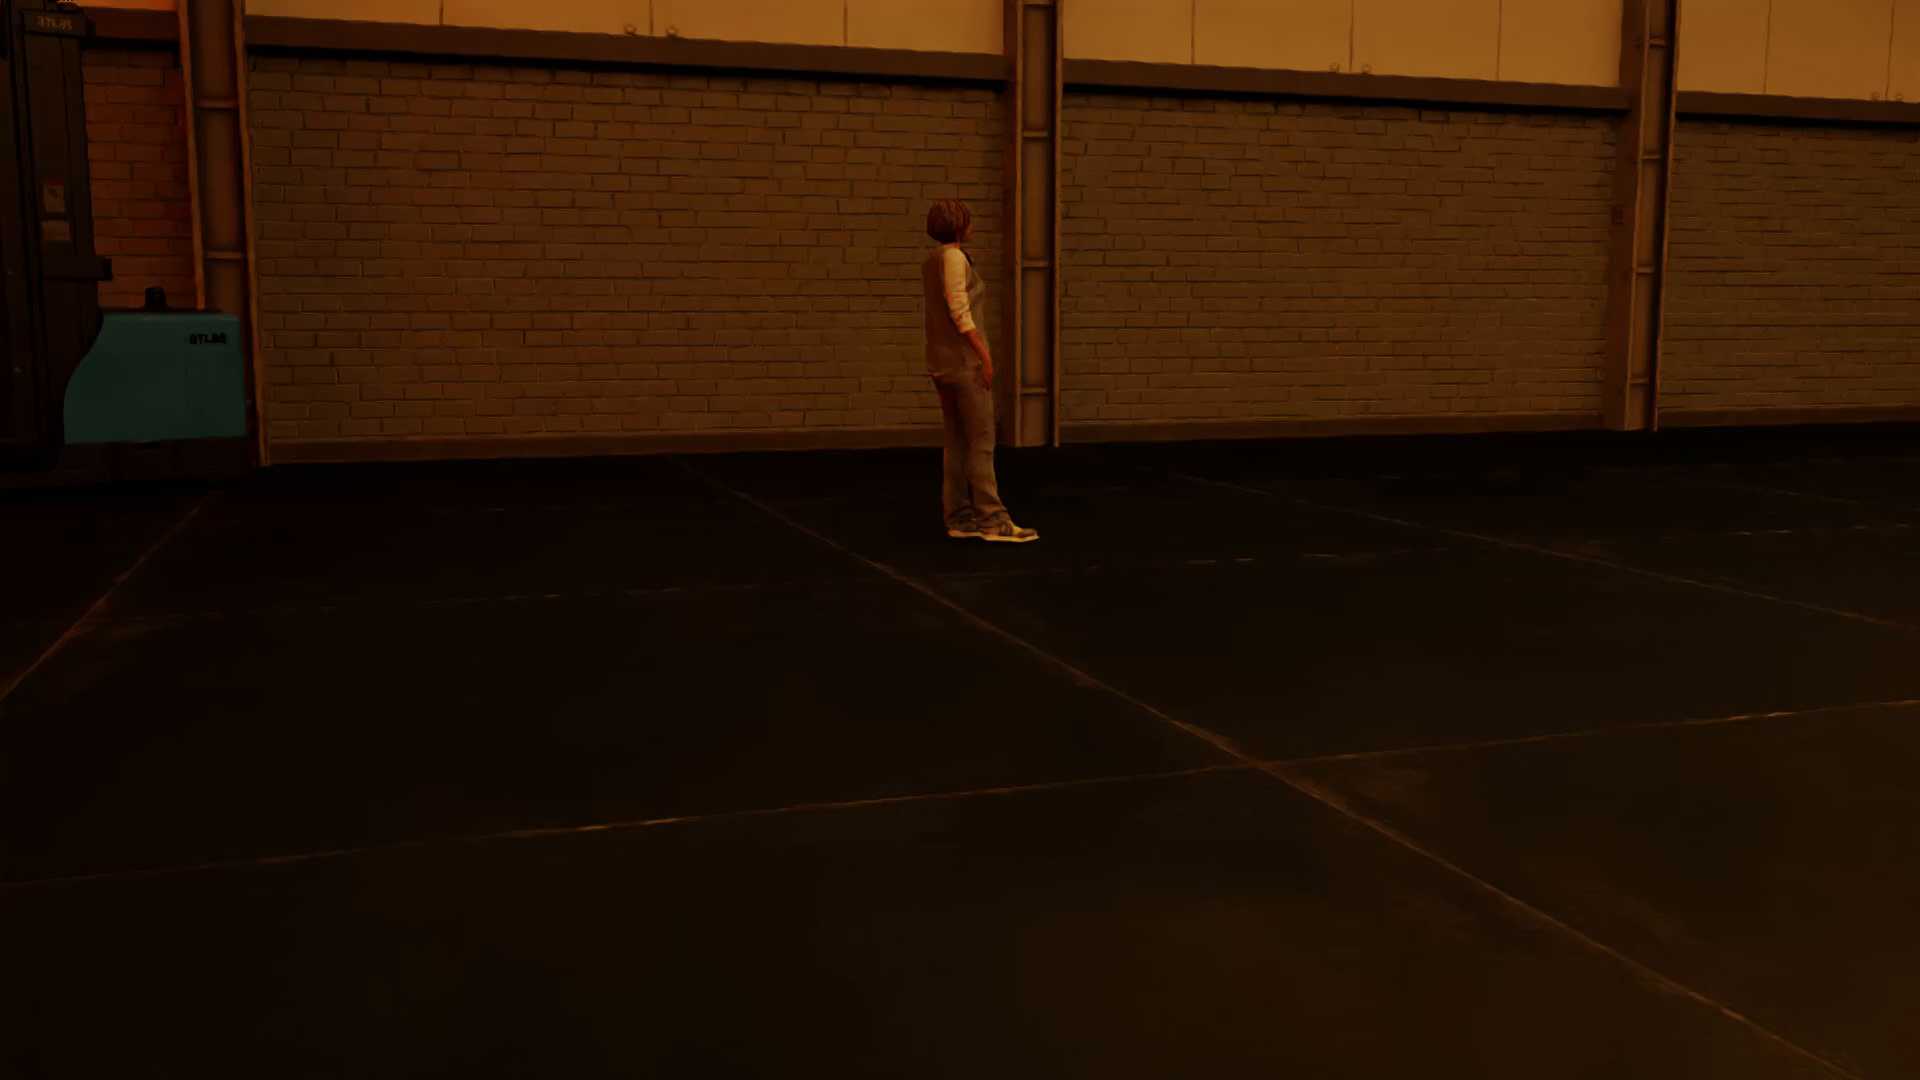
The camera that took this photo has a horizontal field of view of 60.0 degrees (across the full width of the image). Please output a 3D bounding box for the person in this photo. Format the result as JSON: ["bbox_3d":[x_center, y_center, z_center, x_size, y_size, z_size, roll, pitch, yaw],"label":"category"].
[{"bbox_3d":[0.075,-0.799,7.826,0.474,1.597,0.521,-3,8,-18],"label":"person"}]

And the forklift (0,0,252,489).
[{"bbox_3d":[-5.933,-1.725,9.730,3.031,2.935,1.130,-6,10,-38],"label":"forklift"}]
